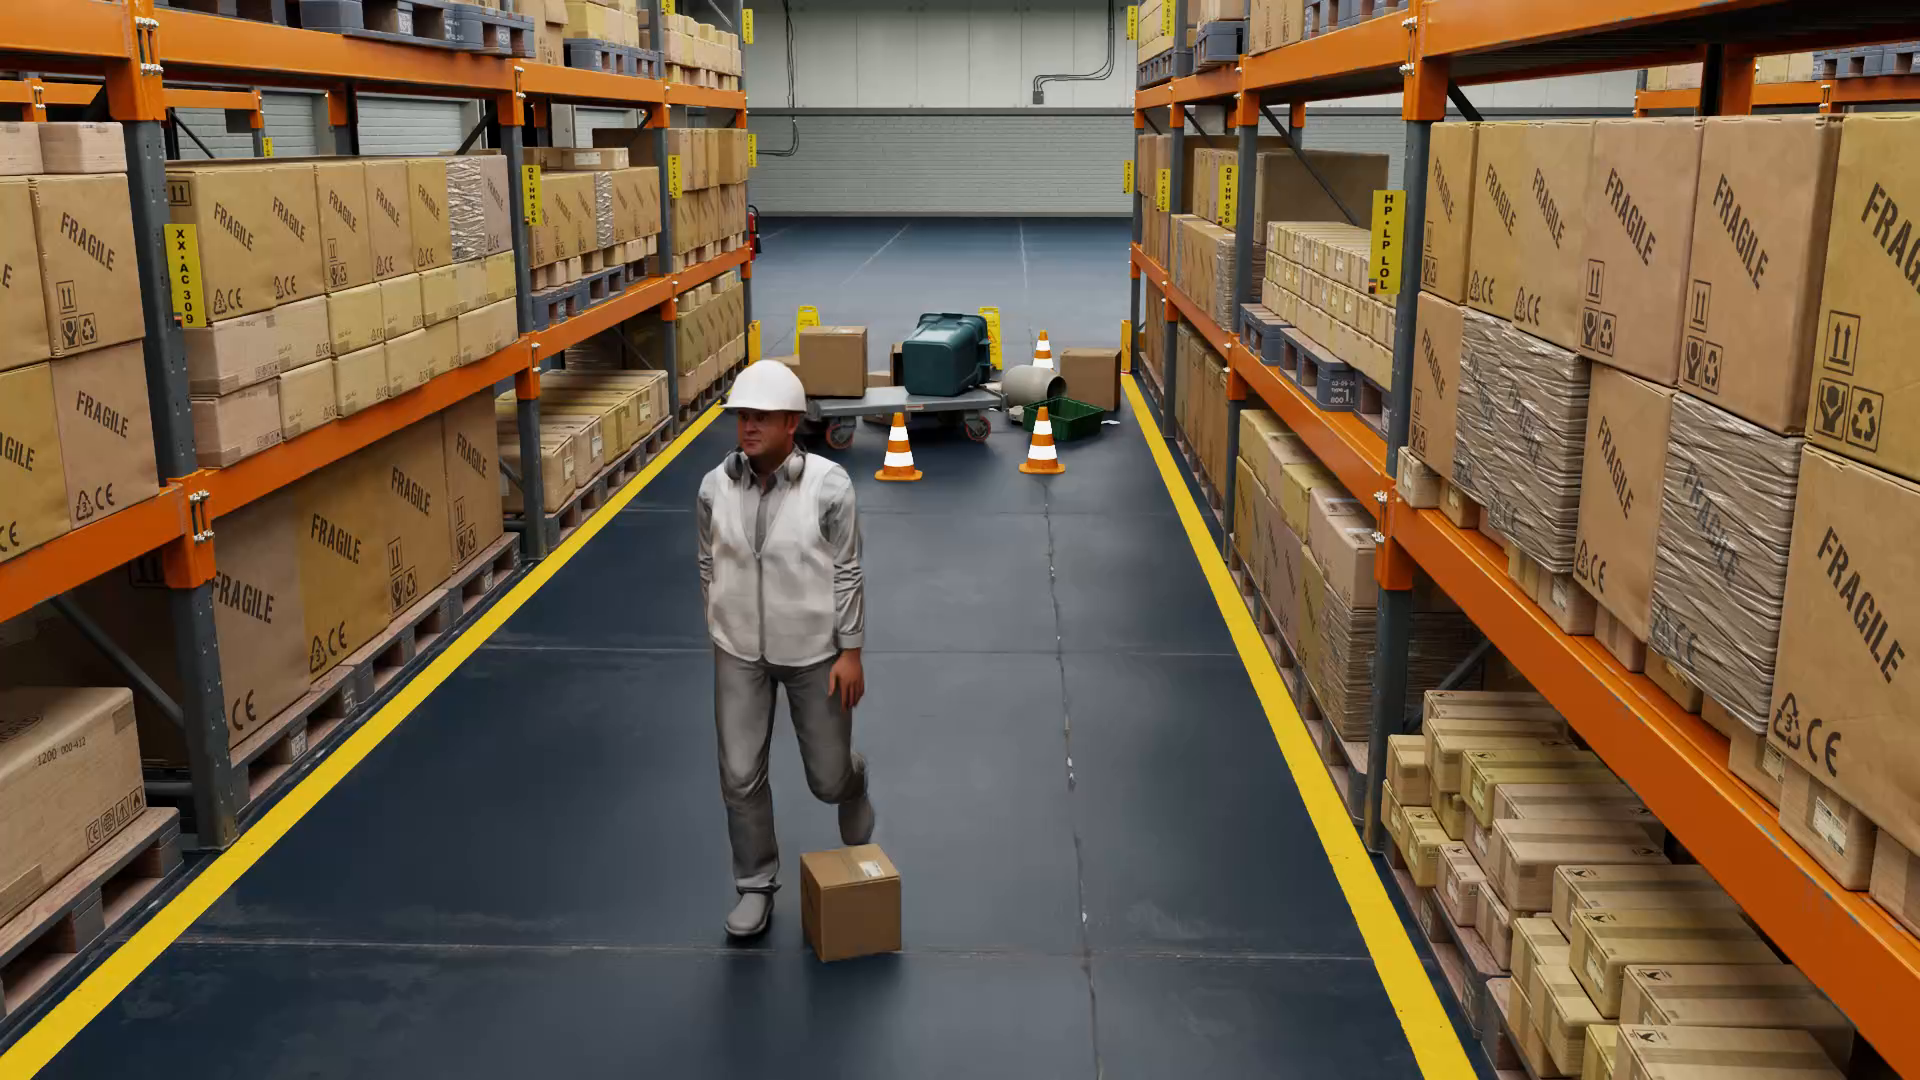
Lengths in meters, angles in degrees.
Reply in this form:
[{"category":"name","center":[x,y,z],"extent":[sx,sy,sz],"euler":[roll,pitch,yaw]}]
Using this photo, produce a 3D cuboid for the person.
[{"category":"person","center":[-0.533,0.297,5.192],"extent":[0.540,1.752,0.764],"euler":[2,14,10]}]
